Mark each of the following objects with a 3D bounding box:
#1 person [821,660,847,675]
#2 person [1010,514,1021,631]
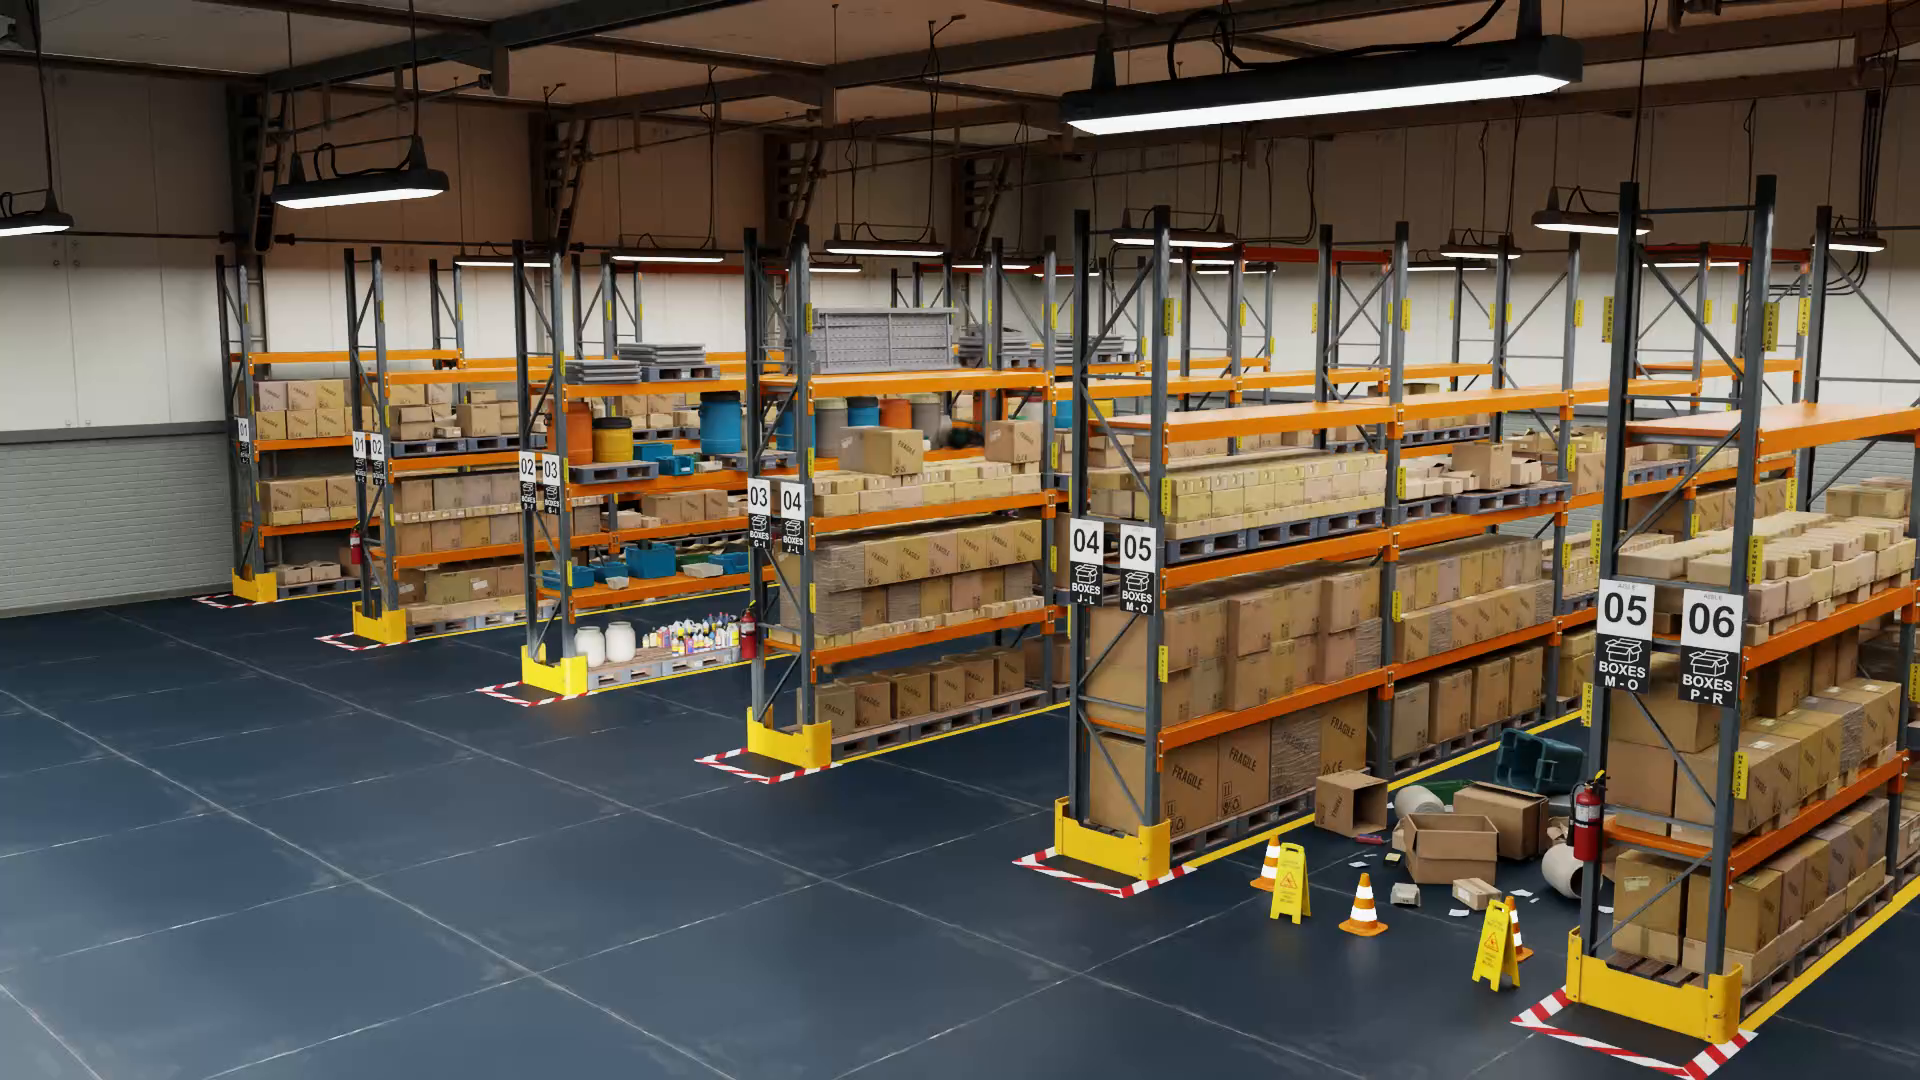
[{"bbox_3d":[-1.848,0.958,23.563,0.625,1.764,0.855,1,8,5],"label":"person"},{"bbox_3d":[0.984,0.462,25.245,0.567,1.758,0.798,7,11,42],"label":"person"}]
